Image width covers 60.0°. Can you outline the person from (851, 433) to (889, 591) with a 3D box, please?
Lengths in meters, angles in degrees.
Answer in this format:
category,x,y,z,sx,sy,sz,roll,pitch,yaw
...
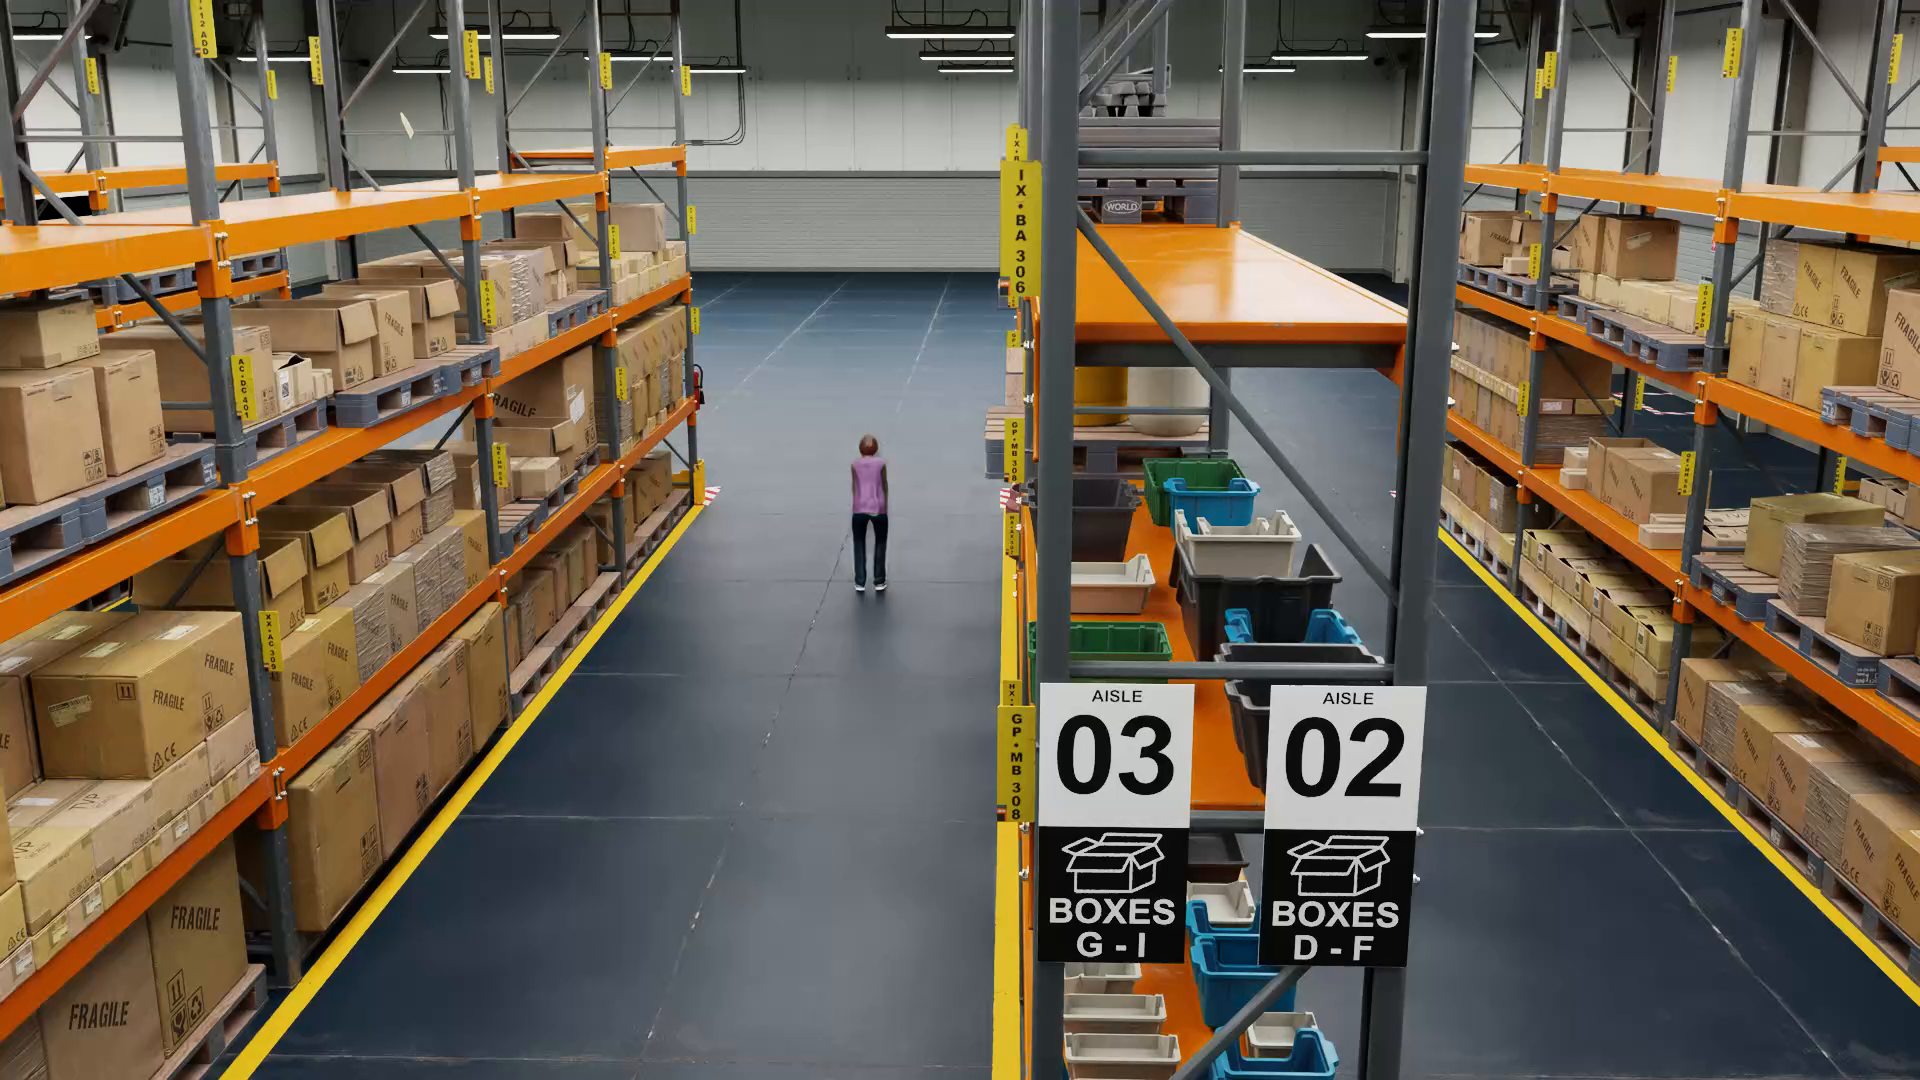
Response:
category,x,y,z,sx,sy,sz,roll,pitch,yaw
person,-0.904,-0.284,16.685,0.373,1.586,0.518,0,14,0
